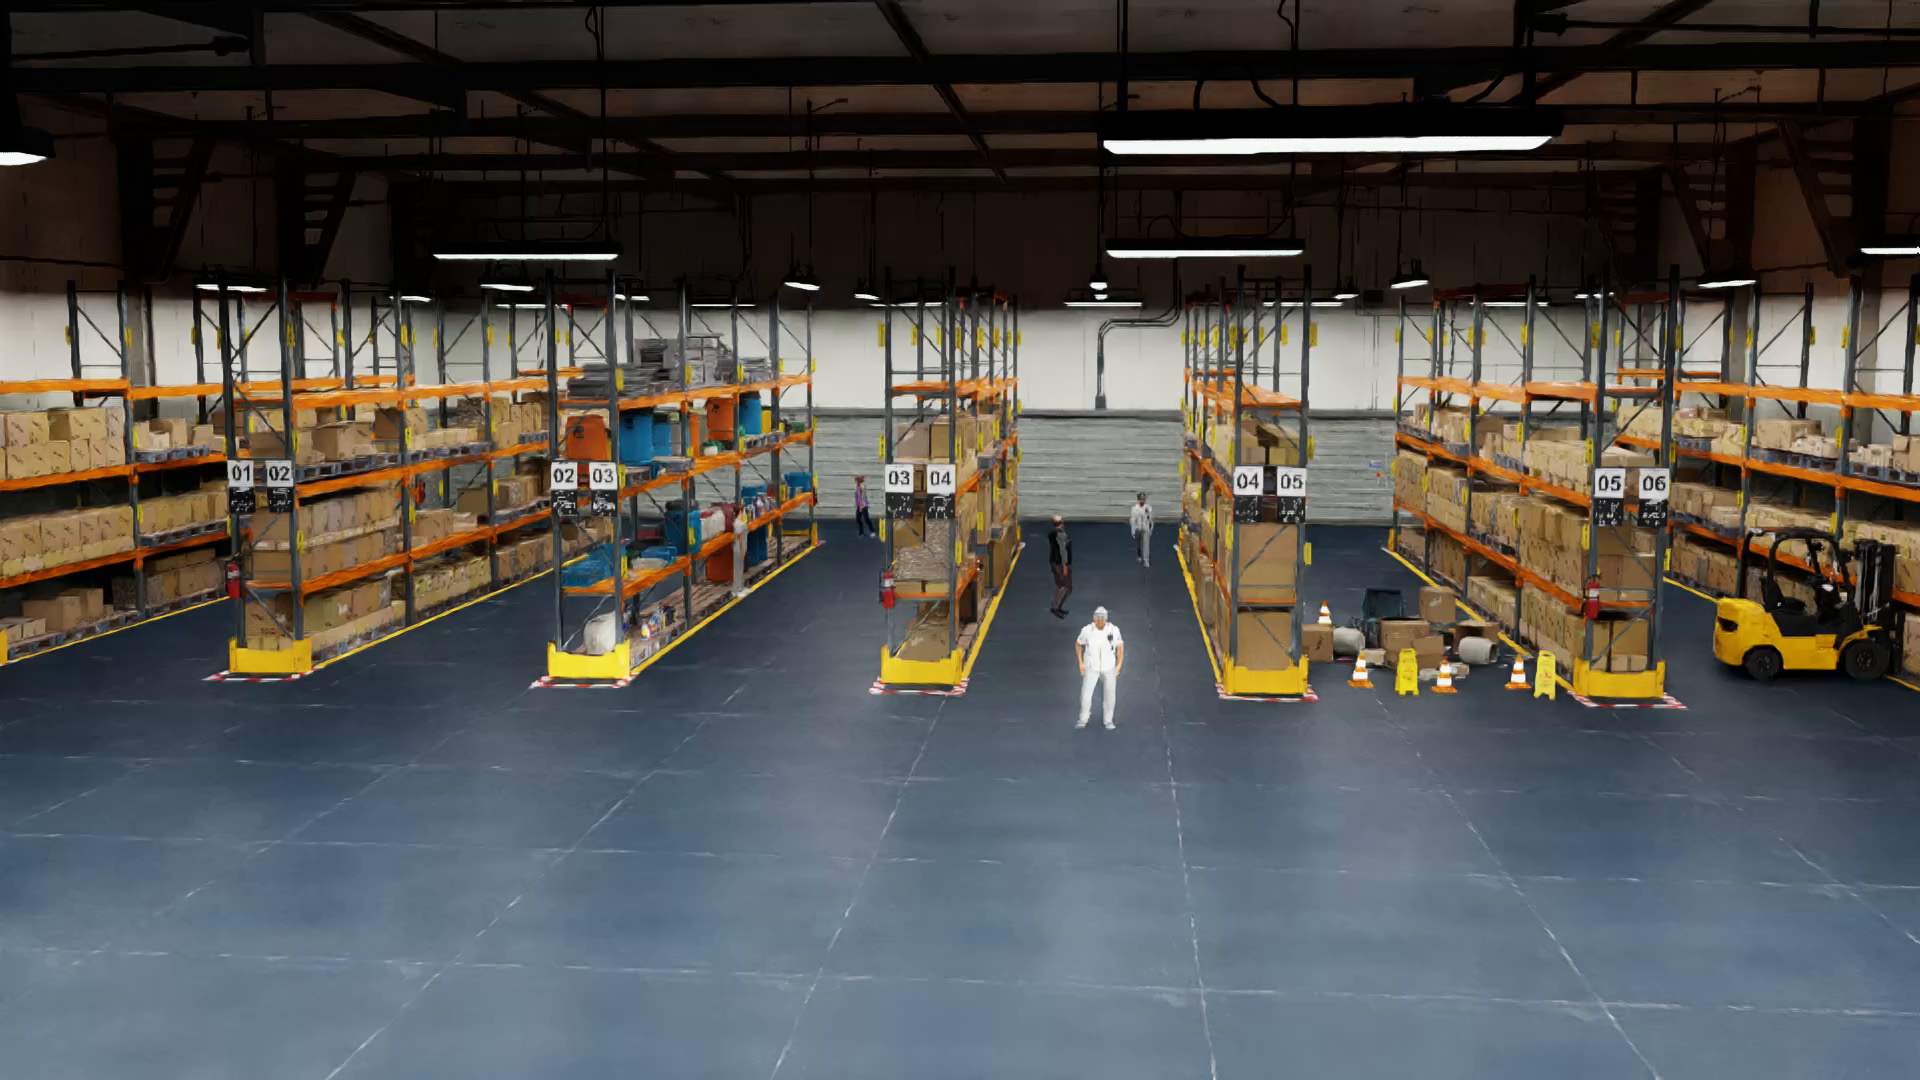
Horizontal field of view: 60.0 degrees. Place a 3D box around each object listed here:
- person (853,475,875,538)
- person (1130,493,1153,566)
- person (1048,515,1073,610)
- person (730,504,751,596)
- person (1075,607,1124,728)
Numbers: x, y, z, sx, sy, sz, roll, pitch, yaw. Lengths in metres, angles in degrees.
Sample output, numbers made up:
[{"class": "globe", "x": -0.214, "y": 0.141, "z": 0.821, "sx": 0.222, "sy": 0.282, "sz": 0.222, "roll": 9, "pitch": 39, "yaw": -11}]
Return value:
[{"class": "person", "x": -2.404, "y": -0.851, "z": 41.755, "sx": 0.552, "sy": 1.581, "sz": 0.463, "roll": -3, "pitch": 8, "yaw": -26}, {"class": "person", "x": 3.991, "y": -0.254, "z": 36.616, "sx": 0.496, "sy": 1.587, "sz": 1.072, "roll": 1, "pitch": 7, "yaw": 8}, {"class": "person", "x": 1.700, "y": 0.398, "z": 28.319, "sx": 0.394, "sy": 1.652, "sz": 0.566, "roll": -3, "pitch": 7, "yaw": -22}, {"class": "person", "x": -4.014, "y": 0.174, "z": 30.475, "sx": 0.391, "sy": 1.676, "sz": 0.556, "roll": -2, "pitch": 7, "yaw": -13}, {"class": "person", "x": 1.786, "y": 1.633, "z": 21.303, "sx": 0.625, "sy": 1.611, "sz": 0.582, "roll": 0, "pitch": 7, "yaw": 3}]
